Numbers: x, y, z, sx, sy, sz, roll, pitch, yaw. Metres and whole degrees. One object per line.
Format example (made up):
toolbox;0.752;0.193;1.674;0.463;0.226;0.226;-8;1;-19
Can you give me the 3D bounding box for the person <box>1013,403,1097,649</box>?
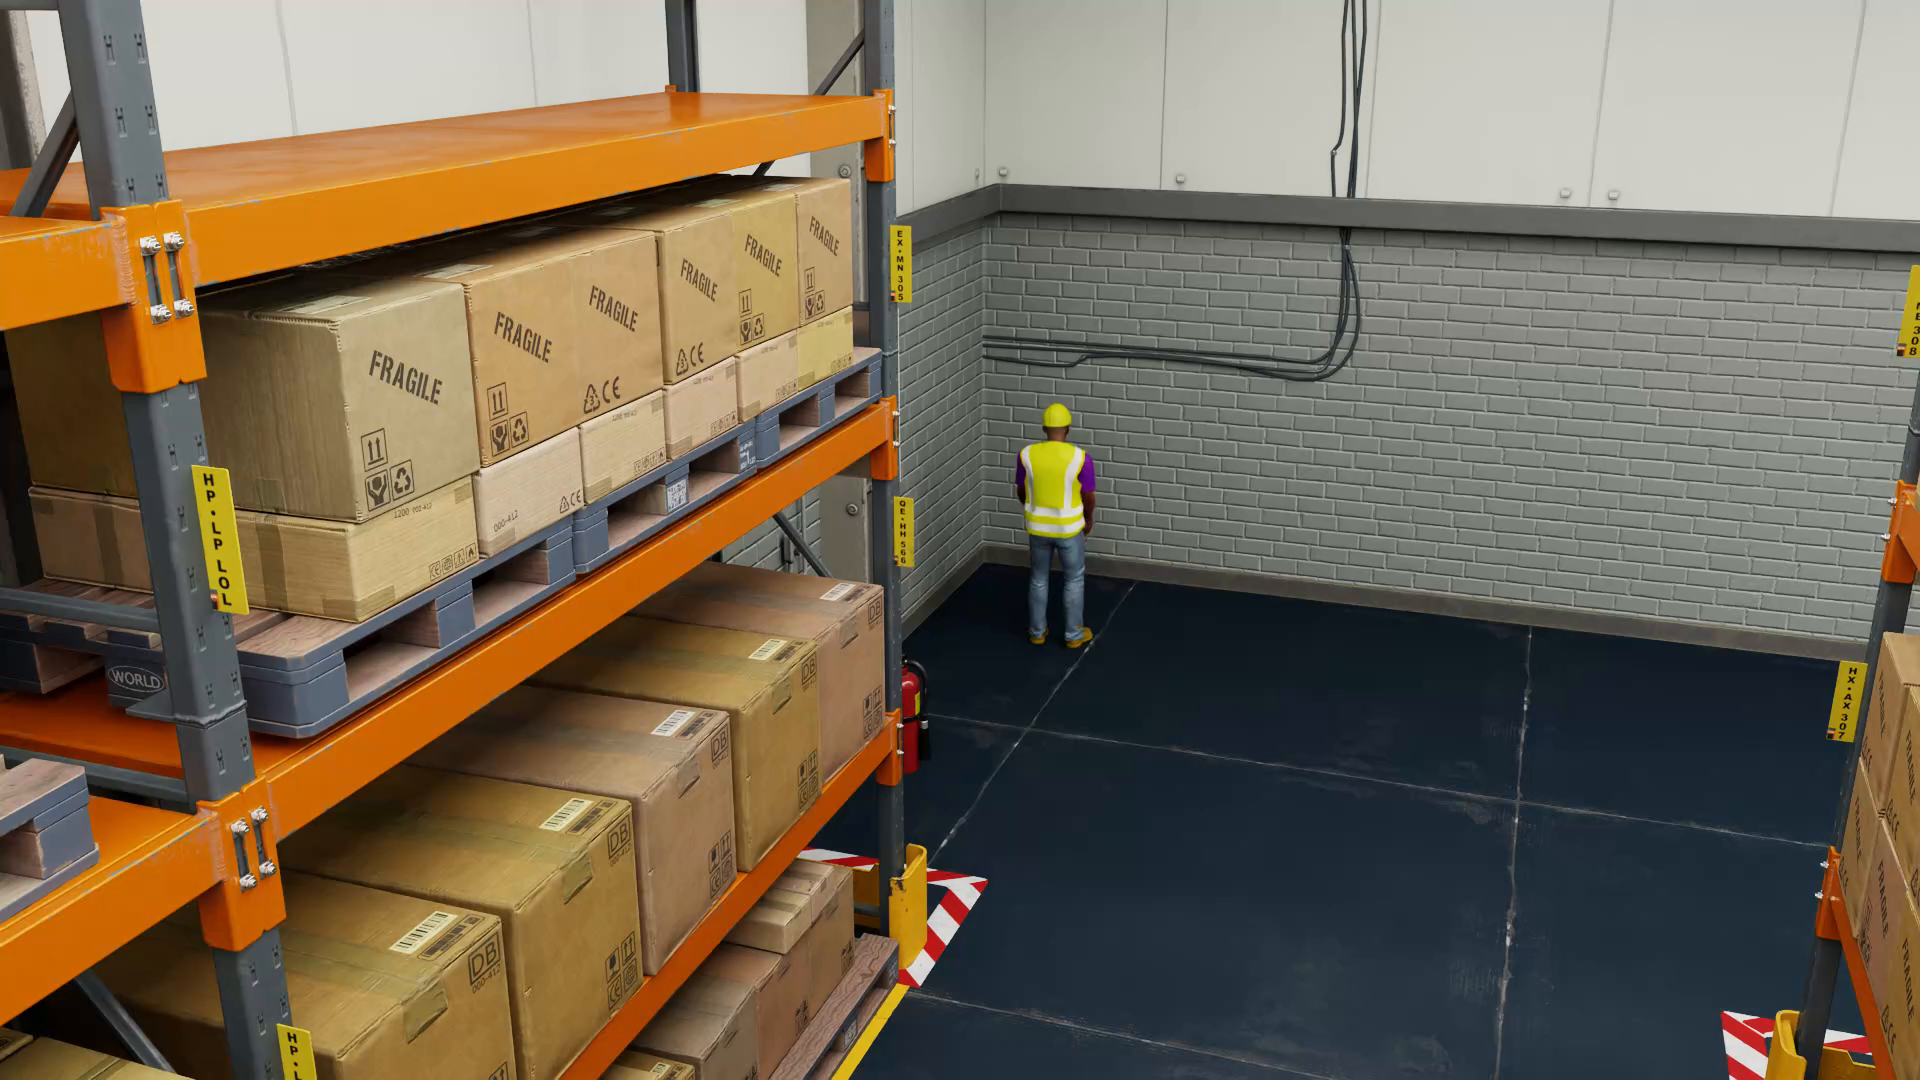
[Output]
person;0.680;-0.101;11.829;0.601;1.763;0.443;6;19;17
